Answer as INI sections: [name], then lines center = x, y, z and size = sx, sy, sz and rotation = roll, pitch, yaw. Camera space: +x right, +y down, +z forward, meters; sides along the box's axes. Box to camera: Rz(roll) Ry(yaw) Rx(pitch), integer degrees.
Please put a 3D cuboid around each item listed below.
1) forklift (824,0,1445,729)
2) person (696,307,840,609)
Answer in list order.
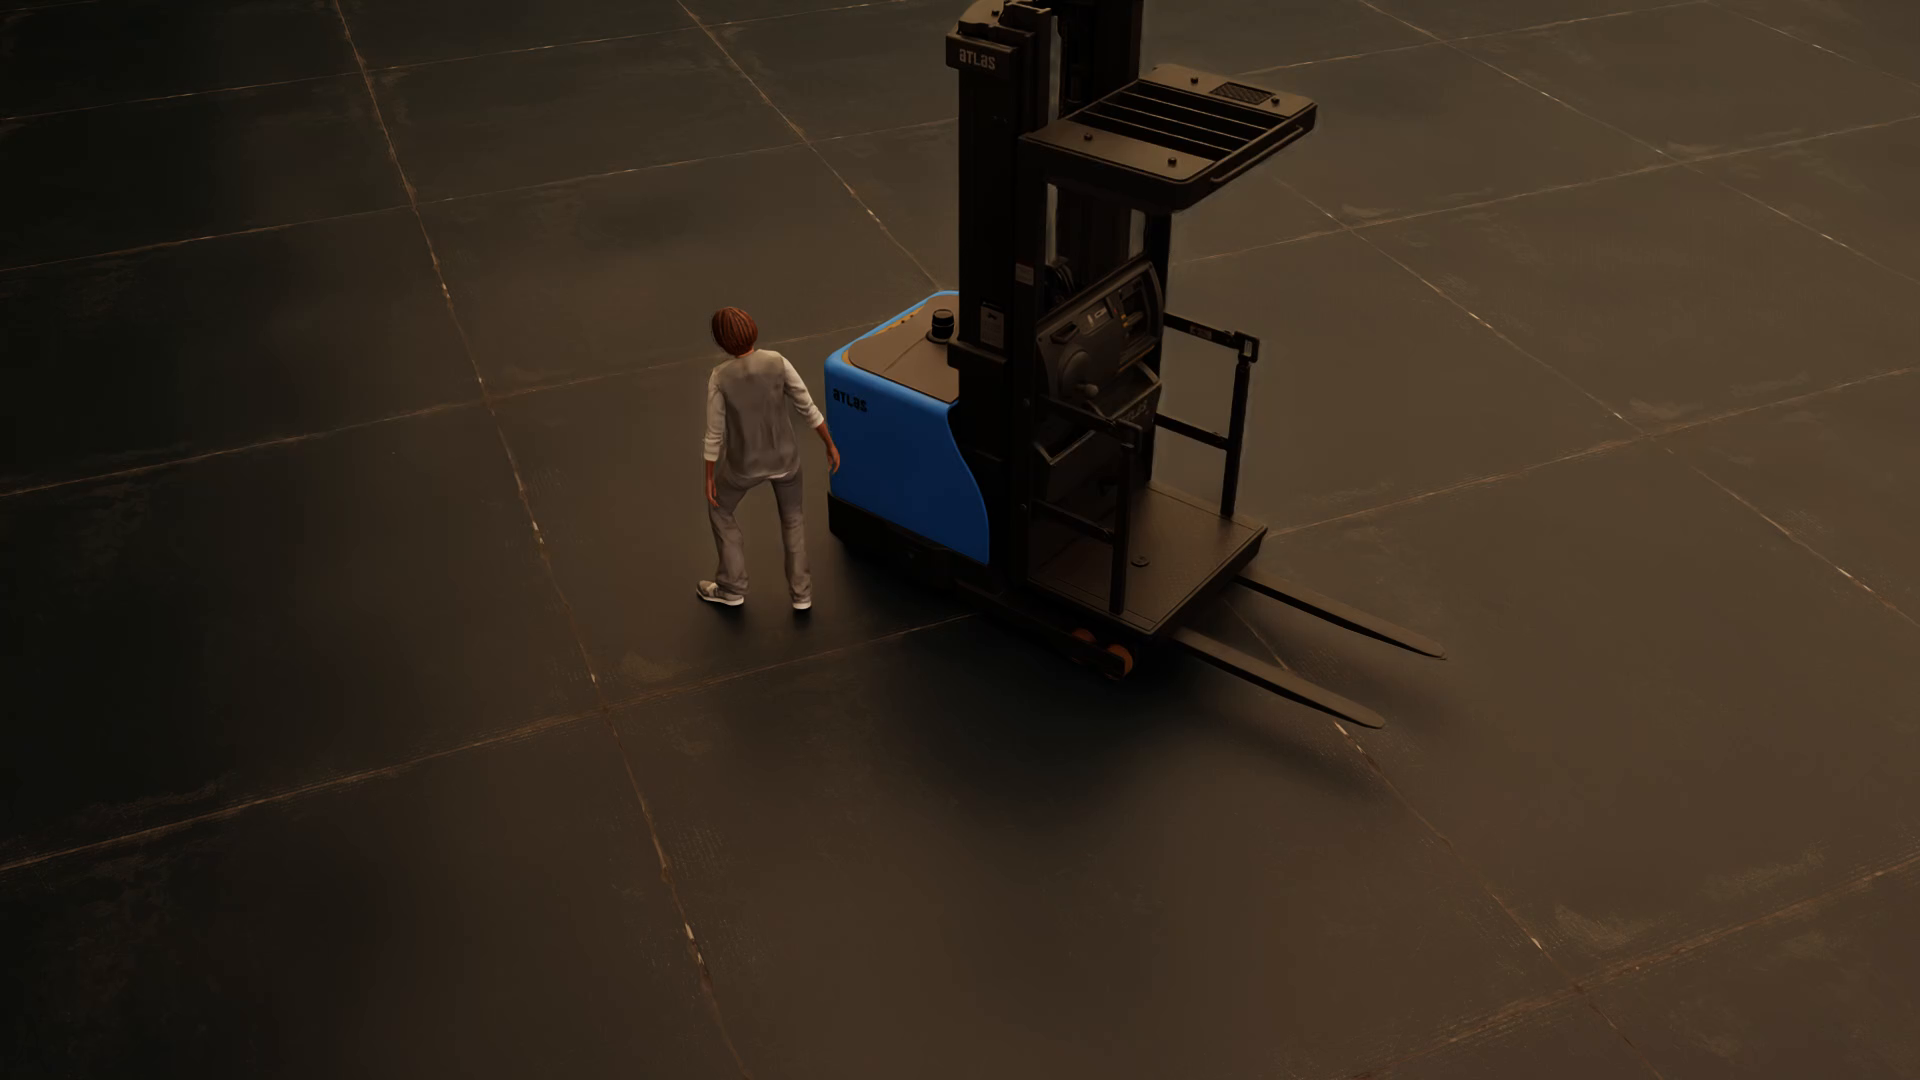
[forklift]
center = 0.801, -0.895, 7.357
size = 3.031, 2.935, 1.130
rotation = 24, 42, 30
[person]
center = -0.931, -0.350, 7.815
size = 0.730, 1.564, 0.407
rotation = -8, 36, -11
